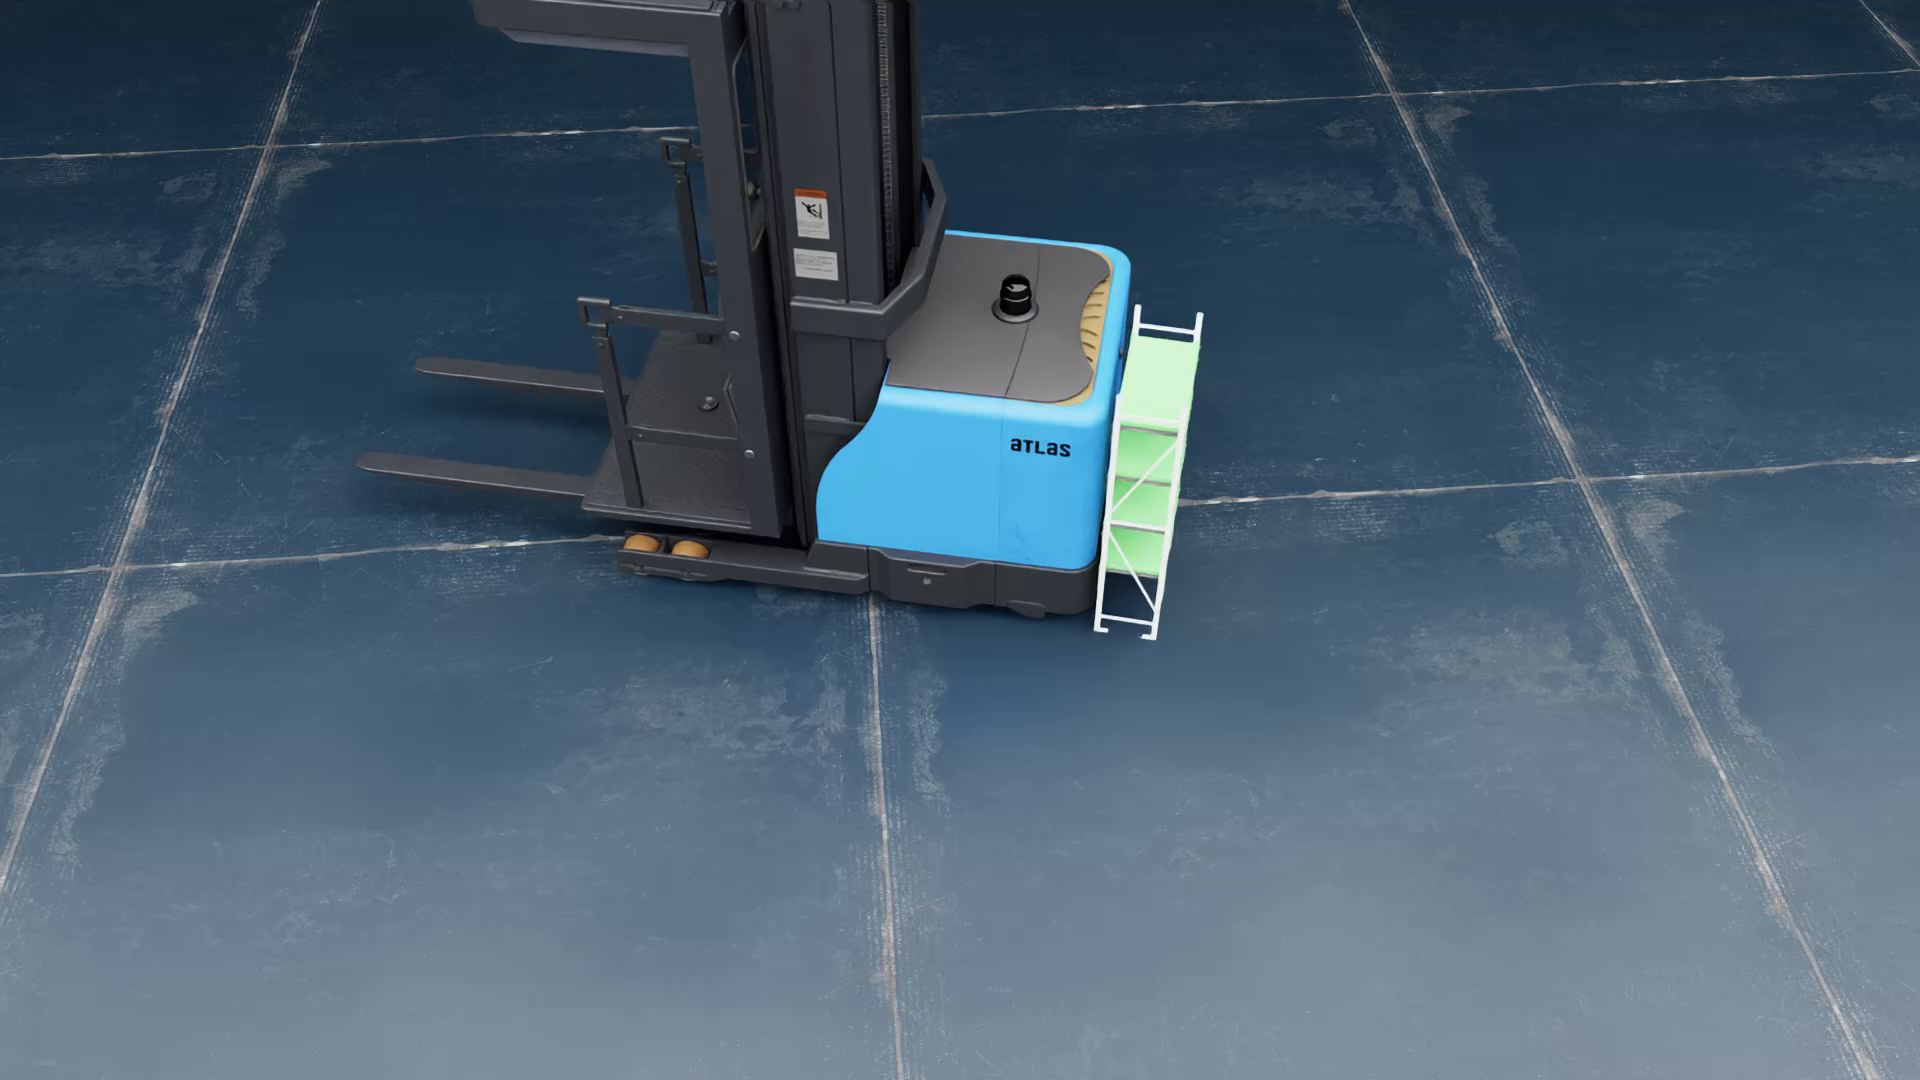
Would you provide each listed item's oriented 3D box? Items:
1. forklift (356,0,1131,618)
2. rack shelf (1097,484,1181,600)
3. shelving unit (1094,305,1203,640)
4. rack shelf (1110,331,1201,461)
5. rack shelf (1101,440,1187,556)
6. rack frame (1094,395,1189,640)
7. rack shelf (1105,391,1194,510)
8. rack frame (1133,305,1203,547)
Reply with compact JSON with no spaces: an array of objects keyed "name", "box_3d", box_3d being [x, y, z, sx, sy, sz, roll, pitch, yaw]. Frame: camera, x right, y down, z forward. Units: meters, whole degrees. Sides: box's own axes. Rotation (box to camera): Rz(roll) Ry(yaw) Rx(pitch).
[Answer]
[{"name":"forklift","box_3d":[-0.901,-1.216,5.883,3.031,2.935,1.130,7,47,6]},{"name":"rack shelf","box_3d":[0.686,-0.015,6.355,0.258,0.148,0.480,8,47,8]},{"name":"shelving unit","box_3d":[0.687,-0.224,6.135,0.258,1.200,0.503,8,47,8]},{"name":"rack shelf","box_3d":[0.688,-0.509,5.832,0.258,0.148,0.480,8,47,8]},{"name":"rack shelf","box_3d":[0.686,-0.180,6.181,0.258,0.148,0.480,8,47,8]},{"name":"rack frame","box_3d":[0.638,-0.050,5.970,0.240,1.200,0.015,8,47,8]},{"name":"rack shelf","box_3d":[0.687,-0.345,6.007,0.258,0.148,0.480,8,47,8]},{"name":"rack frame","box_3d":[0.735,-0.397,6.299,0.240,1.200,0.015,8,47,8]}]
